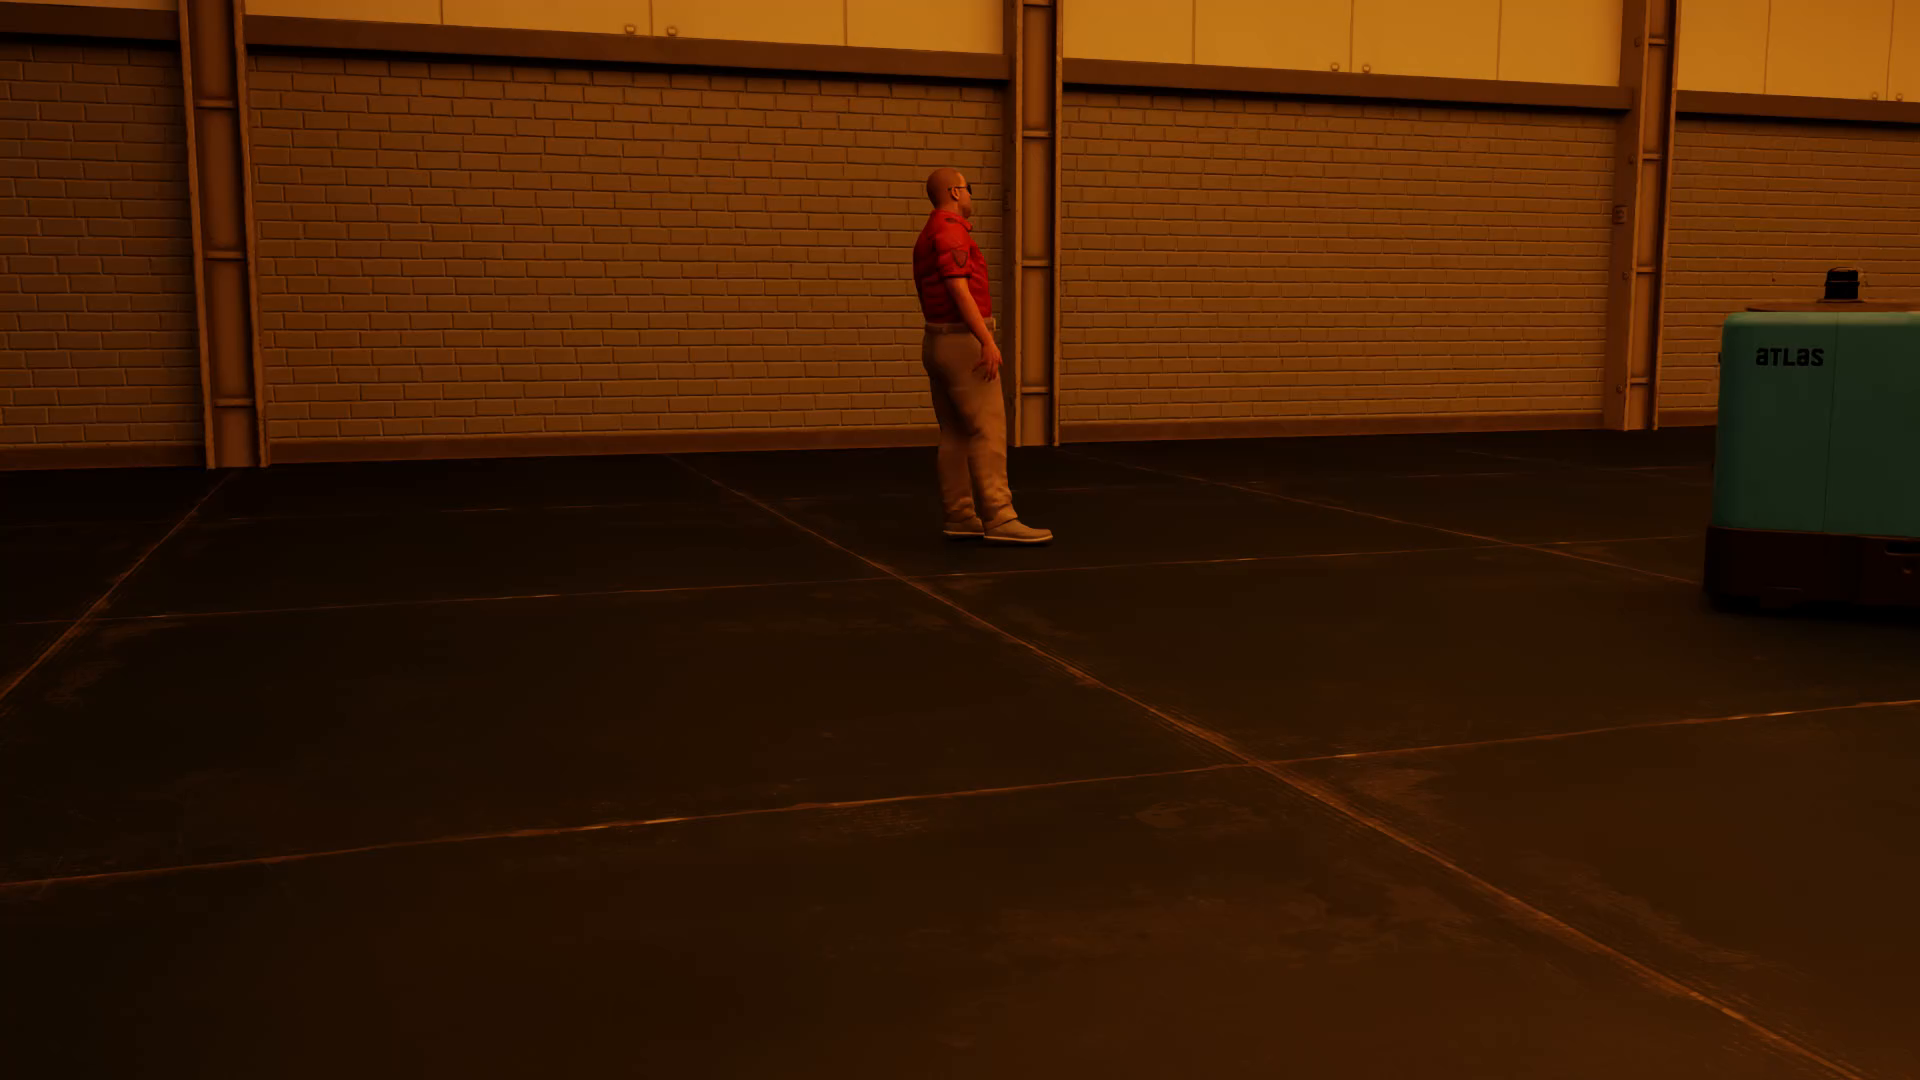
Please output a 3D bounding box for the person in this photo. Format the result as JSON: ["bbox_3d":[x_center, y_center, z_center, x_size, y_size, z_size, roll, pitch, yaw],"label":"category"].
[{"bbox_3d":[0.089,-0.867,7.824,0.550,1.727,0.641,-3,8,-18],"label":"person"}]

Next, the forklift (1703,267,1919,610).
[{"bbox_3d":[4.262,-1.166,5.622,3.031,2.935,1.130,4,9,25],"label":"forklift"}]
